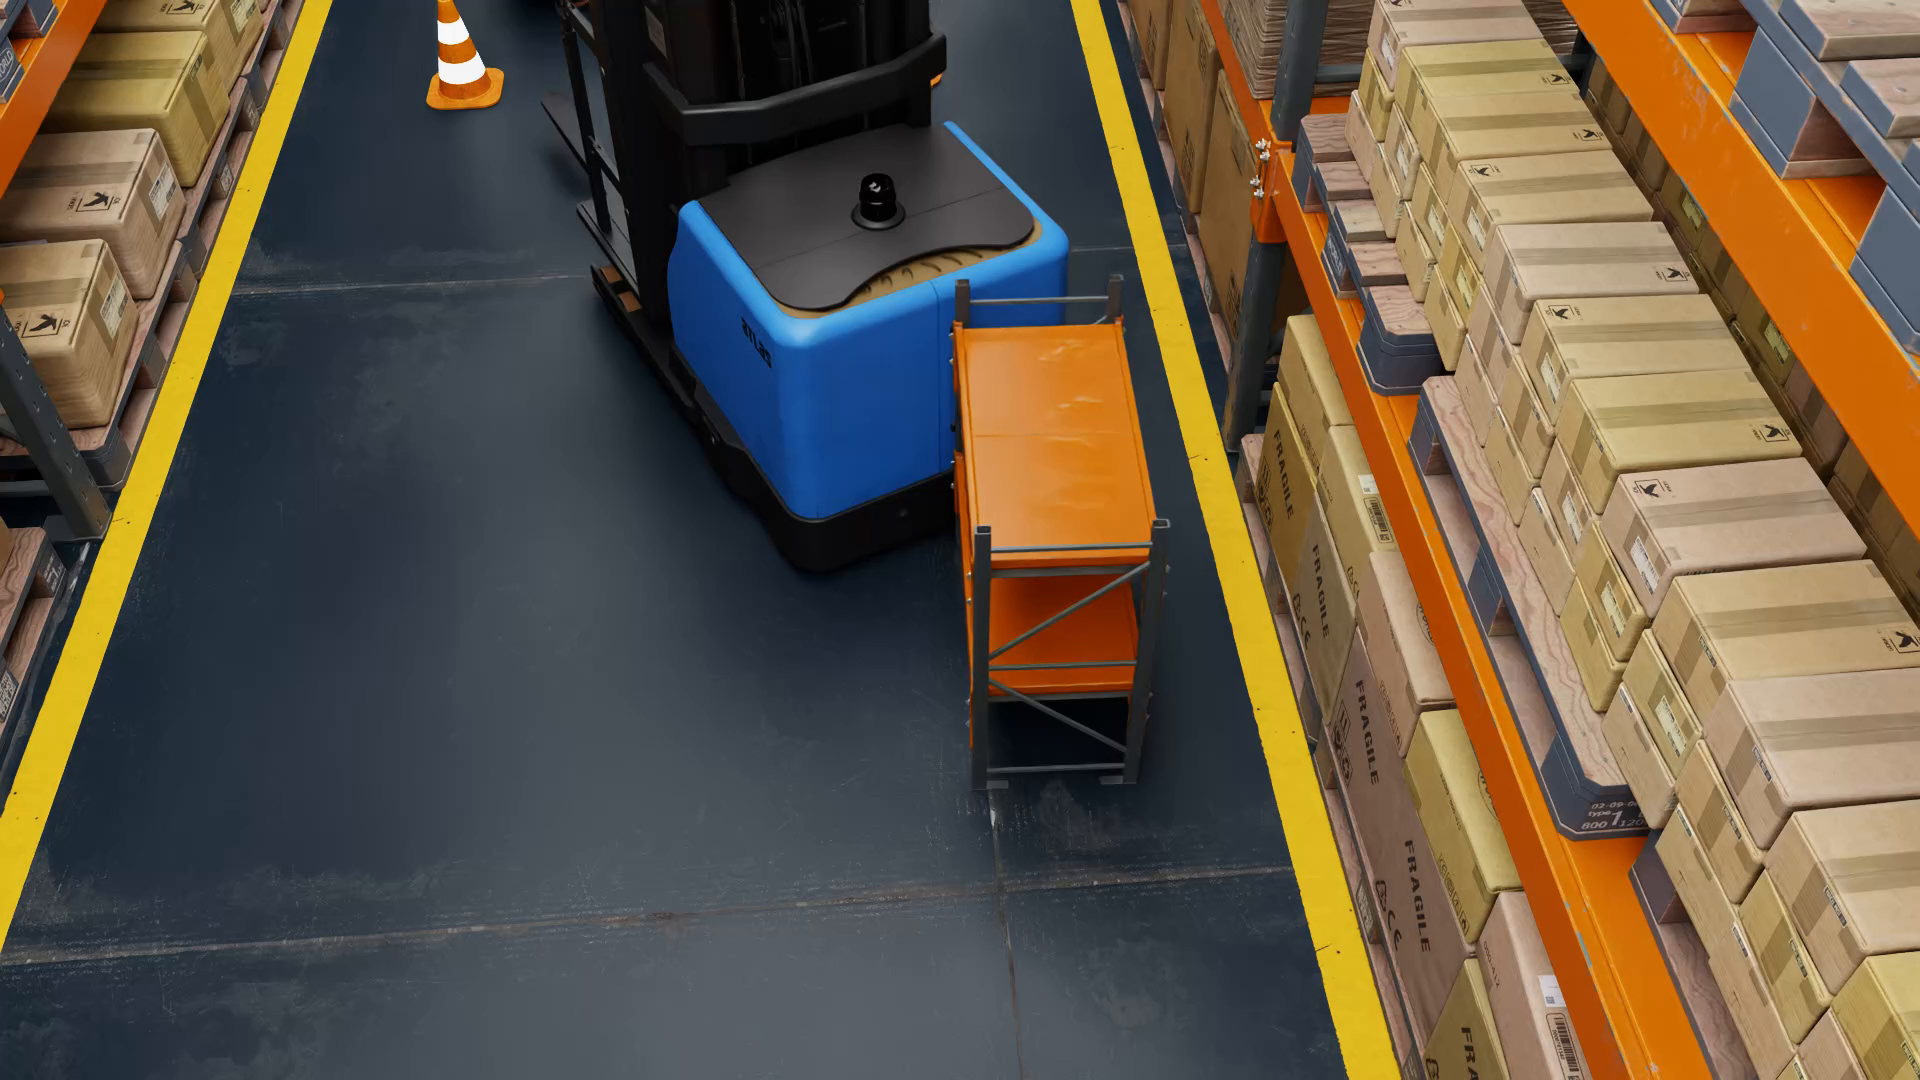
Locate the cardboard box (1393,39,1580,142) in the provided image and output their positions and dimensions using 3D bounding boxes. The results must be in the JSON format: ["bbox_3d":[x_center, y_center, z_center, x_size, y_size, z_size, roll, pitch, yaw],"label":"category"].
[{"bbox_3d":[1.334,-1.138,4.236,0.380,0.149,0.250,-5,47,-4],"label":"cardboard box"}]

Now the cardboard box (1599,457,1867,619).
[{"bbox_3d":[1.462,-0.006,3.164,0.380,0.149,0.250,-5,47,-5],"label":"cardboard box"}]

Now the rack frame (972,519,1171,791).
[{"bbox_3d":[0.286,0.352,4.641,0.500,1.125,0.032,-2,47,-2],"label":"rack frame"}]

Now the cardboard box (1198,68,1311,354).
[{"bbox_3d":[1.502,-1.233,6.112,1.050,0.750,0.750,-4,47,-4],"label":"cardboard box"}]

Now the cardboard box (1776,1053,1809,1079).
[{"bbox_3d":[1.545,0.956,2.662,0.380,0.149,0.250,-3,47,-3],"label":"cardboard box"}]

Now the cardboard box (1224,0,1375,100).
[{"bbox_3d":[1.158,-1.760,5.282,0.500,0.500,0.500,-3,47,-3],"label":"cardboard box"}]

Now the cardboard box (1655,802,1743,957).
[{"bbox_3d":[1.506,0.595,3.005,0.380,0.149,0.250,-6,47,-5],"label":"cardboard box"}]

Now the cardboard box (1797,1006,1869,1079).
[{"bbox_3d":[1.545,0.851,2.557,0.380,0.149,0.250,-3,47,-3],"label":"cardboard box"}]

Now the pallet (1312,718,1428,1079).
[{"bbox_3d":[1.627,0.989,4.668,1.003,0.211,1.213,-3,47,-3],"label":"pallet"}]

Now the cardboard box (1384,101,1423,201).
[{"bbox_3d":[1.329,-1.019,4.328,0.380,0.149,0.250,-1,47,-1],"label":"cardboard box"}]

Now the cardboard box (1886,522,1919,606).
[{"bbox_3d":[2.109,0.055,3.310,0.380,0.149,0.250,-4,47,-4],"label":"cardboard box"}]

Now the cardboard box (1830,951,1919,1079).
[{"bbox_3d":[1.547,0.742,2.455,0.380,0.149,0.250,-5,47,-4],"label":"cardboard box"}]

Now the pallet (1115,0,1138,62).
[{"bbox_3d":[1.268,-2.798,8.254,1.003,0.211,1.213,-3,47,-3],"label":"pallet"}]

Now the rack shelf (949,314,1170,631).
[{"bbox_3d":[0.261,-0.217,4.778,0.538,0.278,1.000,-2,47,-2],"label":"rack shelf"}]

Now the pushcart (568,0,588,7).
[{"bbox_3d":[-1.528,-3.209,8.530,1.648,0.377,0.936,-19,49,-17],"label":"pushcart"}]

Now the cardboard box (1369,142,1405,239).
[{"bbox_3d":[1.322,-0.944,4.462,0.380,0.149,0.250,-1,47,-1],"label":"cardboard box"}]

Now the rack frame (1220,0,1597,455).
[{"bbox_3d":[1.464,-1.416,5.025,1.000,3.000,0.127,-3,47,-3],"label":"rack frame"}]

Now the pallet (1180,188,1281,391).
[{"bbox_3d":[1.473,-1.032,6.582,1.003,0.211,1.213,-3,47,-3],"label":"pallet"}]

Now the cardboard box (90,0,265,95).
[{"bbox_3d":[-3.685,-2.278,7.362,0.950,0.372,0.625,-1,47,-1],"label":"cardboard box"}]

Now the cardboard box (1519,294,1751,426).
[{"bbox_3d":[1.421,-0.382,3.520,0.380,0.149,0.250,-2,47,-2],"label":"cardboard box"}]

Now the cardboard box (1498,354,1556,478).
[{"bbox_3d":[1.413,-0.283,3.631,0.380,0.149,0.250,-4,47,-4],"label":"cardboard box"}]

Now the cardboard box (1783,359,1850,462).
[{"bbox_3d":[2.069,-0.314,3.660,0.380,0.149,0.250,-2,47,-2],"label":"cardboard box"}]

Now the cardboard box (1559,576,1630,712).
[{"bbox_3d":[1.456,0.202,3.376,0.380,0.149,0.250,-2,47,-2],"label":"cardboard box"}]

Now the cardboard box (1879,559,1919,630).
[{"bbox_3d":[2.109,0.162,3.414,0.380,0.149,0.250,-4,47,-4],"label":"cardboard box"}]

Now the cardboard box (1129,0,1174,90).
[{"bbox_3d":[1.347,-2.539,7.349,1.050,0.750,0.750,-3,47,-3],"label":"cardboard box"}]

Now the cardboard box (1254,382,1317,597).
[{"bbox_3d":[1.269,-0.174,5.281,0.500,0.500,0.500,-5,47,-5],"label":"cardboard box"}]

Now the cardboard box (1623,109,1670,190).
[{"bbox_3d":[1.983,-1.054,4.361,0.380,0.149,0.250,-2,47,-2],"label":"cardboard box"}]

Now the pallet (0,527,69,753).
[{"bbox_3d":[-3.470,0.492,5.139,1.003,0.211,1.213,-3,47,-3],"label":"pallet"}]

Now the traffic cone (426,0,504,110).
[{"bbox_3d":[-2.296,-2.252,7.564,0.336,0.463,0.334,-3,47,-3],"label":"traffic cone"}]

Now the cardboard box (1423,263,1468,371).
[{"bbox_3d":[1.370,-0.554,4.092,0.380,0.149,0.250,-2,47,-1],"label":"cardboard box"}]

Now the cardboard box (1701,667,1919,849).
[{"bbox_3d":[1.505,0.365,2.812,0.380,0.149,0.250,-4,47,-3],"label":"cardboard box"}]

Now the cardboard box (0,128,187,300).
[{"bbox_3d":[-3.568,-1.226,6.366,0.950,0.372,0.625,-4,47,-4],"label":"cardboard box"}]

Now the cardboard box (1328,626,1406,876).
[{"bbox_3d":[1.362,0.561,4.585,0.500,0.500,0.500,-5,47,-4],"label":"cardboard box"}]

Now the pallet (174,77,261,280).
[{"bbox_3d":[-3.623,-1.530,7.053,1.003,0.211,1.213,-3,47,-3],"label":"pallet"}]

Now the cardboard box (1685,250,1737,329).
[{"bbox_3d":[2.021,-0.599,4.135,0.380,0.149,0.250,-4,47,-4],"label":"cardboard box"}]

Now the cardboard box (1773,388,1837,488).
[{"bbox_3d":[2.065,-0.217,3.773,0.380,0.149,0.250,-2,47,-2],"label":"cardboard box"}]

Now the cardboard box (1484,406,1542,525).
[{"bbox_3d":[1.413,-0.179,3.737,0.380,0.149,0.250,-3,47,-3],"label":"cardboard box"}]

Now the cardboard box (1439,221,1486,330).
[{"bbox_3d":[1.376,-0.643,3.972,0.380,0.149,0.250,-3,47,-3],"label":"cardboard box"}]

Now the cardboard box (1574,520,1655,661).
[{"bbox_3d":[1.454,0.088,3.280,0.380,0.149,0.250,-3,47,-3],"label":"cardboard box"}]

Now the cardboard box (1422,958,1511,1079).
[{"bbox_3d":[1.443,1.302,3.884,0.500,0.500,0.500,-4,47,-4],"label":"cardboard box"}]

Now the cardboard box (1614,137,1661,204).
[{"bbox_3d":[1.982,-0.966,4.482,0.380,0.149,0.250,-4,47,-3],"label":"cardboard box"}]

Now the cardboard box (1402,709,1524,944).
[{"bbox_3d":[1.396,0.657,3.977,0.500,0.250,0.500,-5,47,-5],"label":"cardboard box"}]

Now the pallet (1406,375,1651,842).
[{"bbox_3d":[1.670,0.079,3.741,1.003,0.211,1.213,-3,47,-3],"label":"pallet"}]

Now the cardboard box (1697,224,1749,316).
[{"bbox_3d":[2.028,-0.683,4.009,0.380,0.149,0.250,-3,47,-3],"label":"cardboard box"}]

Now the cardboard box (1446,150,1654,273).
[{"bbox_3d":[1.372,-0.769,3.886,0.380,0.149,0.250,-5,47,-5],"label":"cardboard box"}]

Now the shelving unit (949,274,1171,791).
[{"bbox_3d":[0.261,-0.016,4.991,0.538,1.125,1.048,-2,47,-2],"label":"shelving unit"}]

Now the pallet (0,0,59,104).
[{"bbox_3d":[-3.626,-1.485,5.223,1.213,0.211,1.003,-3,47,-3],"label":"pallet"}]

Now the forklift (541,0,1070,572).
[{"bbox_3d":[-0.802,-1.968,5.595,1.130,2.935,3.031,-22,50,-20],"label":"forklift"}]

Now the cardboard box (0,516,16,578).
[{"bbox_3d":[-3.485,0.049,4.812,0.875,0.875,0.875,-4,47,-4],"label":"cardboard box"}]

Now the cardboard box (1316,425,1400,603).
[{"bbox_3d":[1.323,-0.079,4.674,0.500,0.250,0.500,-4,47,-4],"label":"cardboard box"}]

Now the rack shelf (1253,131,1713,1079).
[{"bbox_3d":[1.631,0.278,3.916,1.077,0.370,4.000,-3,47,-3],"label":"rack shelf"}]

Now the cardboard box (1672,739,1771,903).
[{"bbox_3d":[1.500,0.474,2.914,0.380,0.149,0.250,-5,47,-5],"label":"cardboard box"}]
